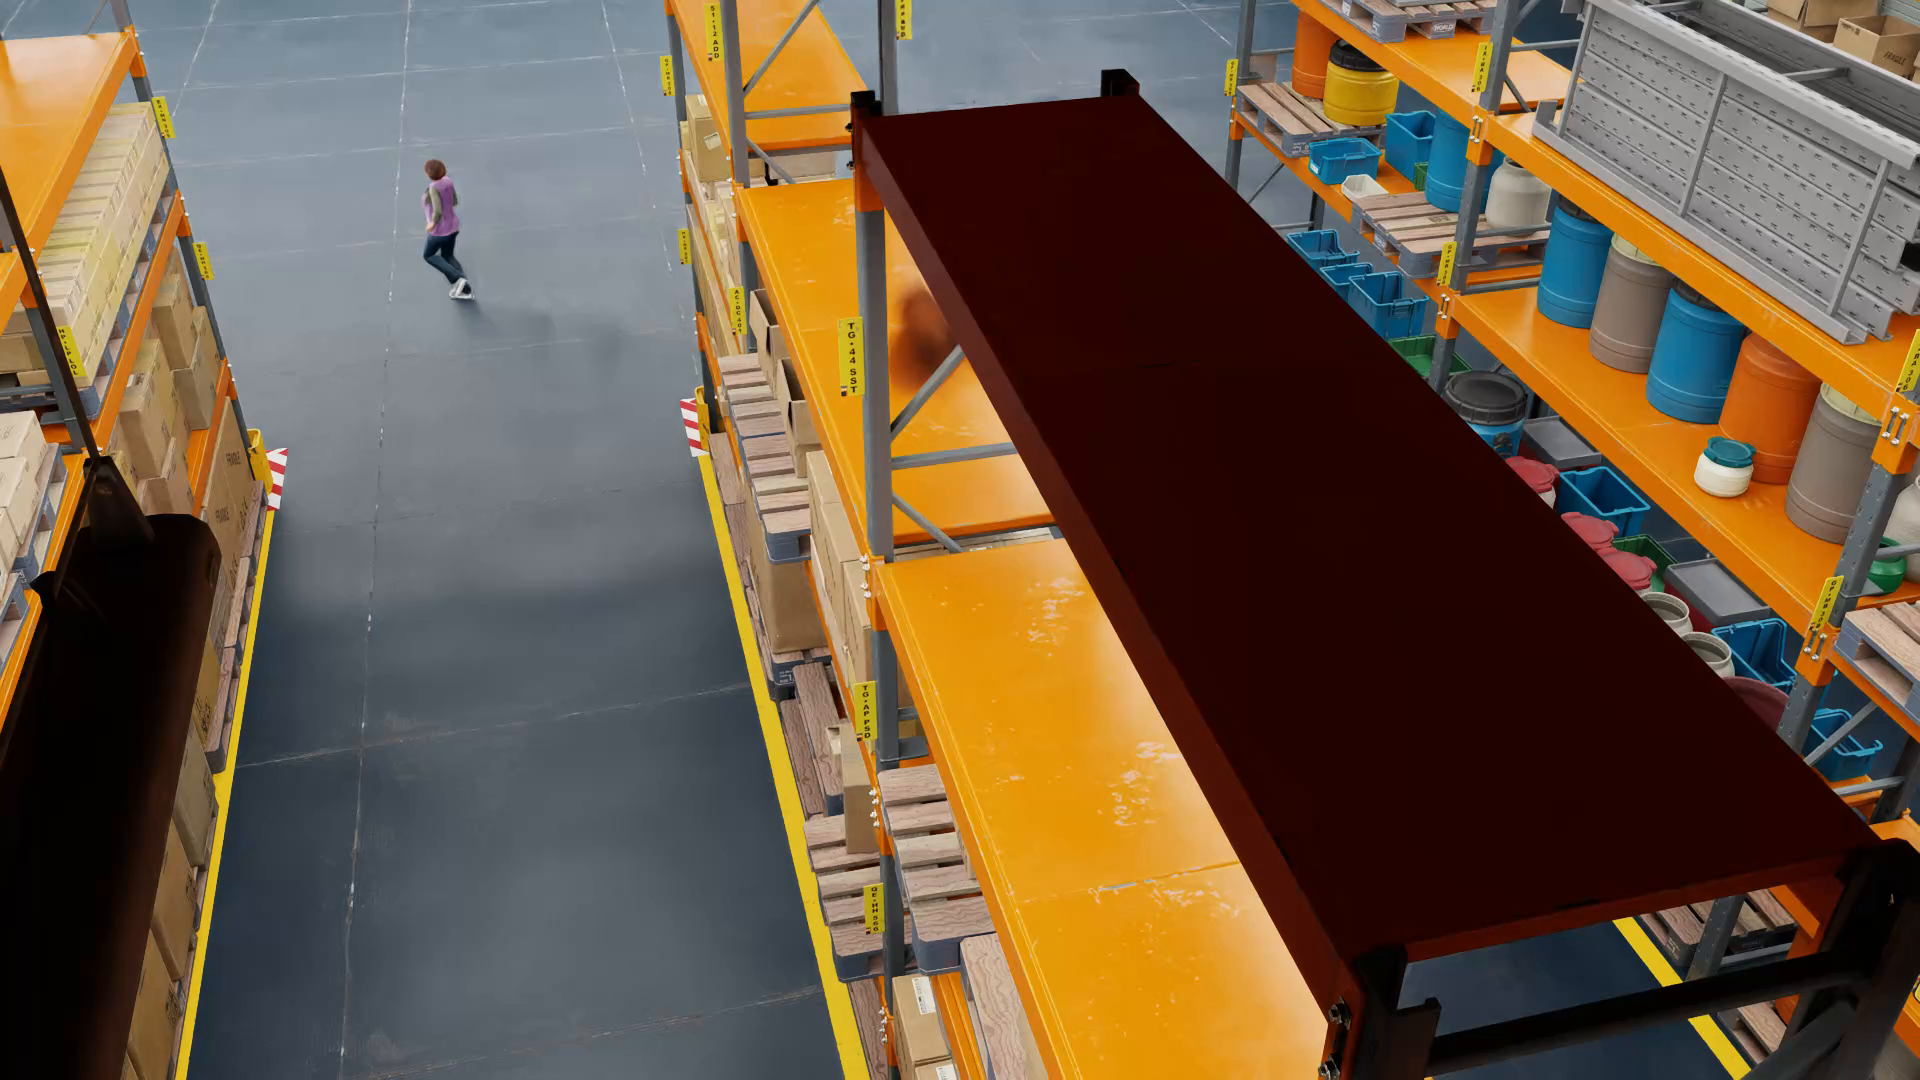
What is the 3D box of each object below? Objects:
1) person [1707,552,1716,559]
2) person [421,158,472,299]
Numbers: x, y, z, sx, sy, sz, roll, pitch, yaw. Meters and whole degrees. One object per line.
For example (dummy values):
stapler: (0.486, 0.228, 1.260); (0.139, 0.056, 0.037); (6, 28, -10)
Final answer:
person: (6.300, -0.417, 13.148); (0.666, 1.811, 0.736); (-15, 37, -21)
person: (-5.475, -3.269, 17.477); (0.534, 1.557, 0.523); (12, 36, 17)
